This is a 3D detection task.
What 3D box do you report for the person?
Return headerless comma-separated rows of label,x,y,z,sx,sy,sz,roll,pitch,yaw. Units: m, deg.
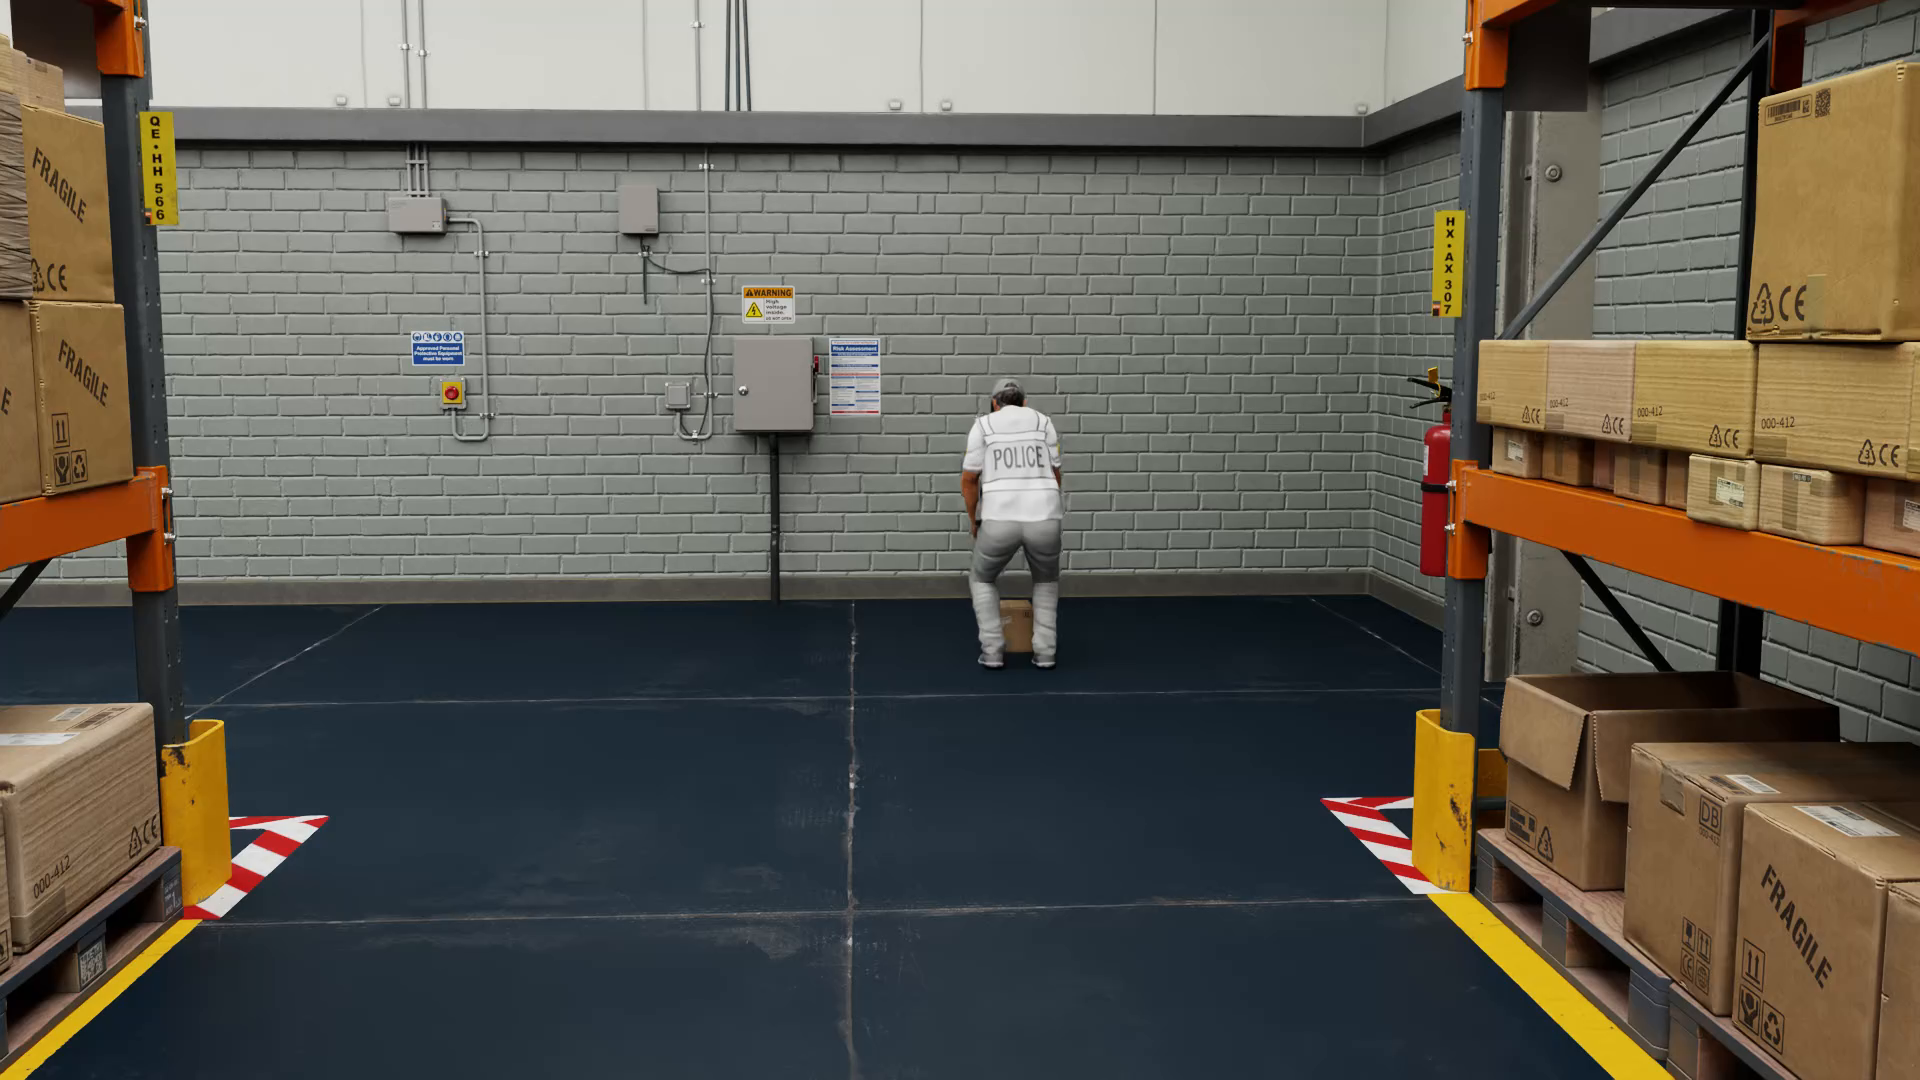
person,0.268,-0.083,8.652,0.525,1.502,0.632,0,7,-3
